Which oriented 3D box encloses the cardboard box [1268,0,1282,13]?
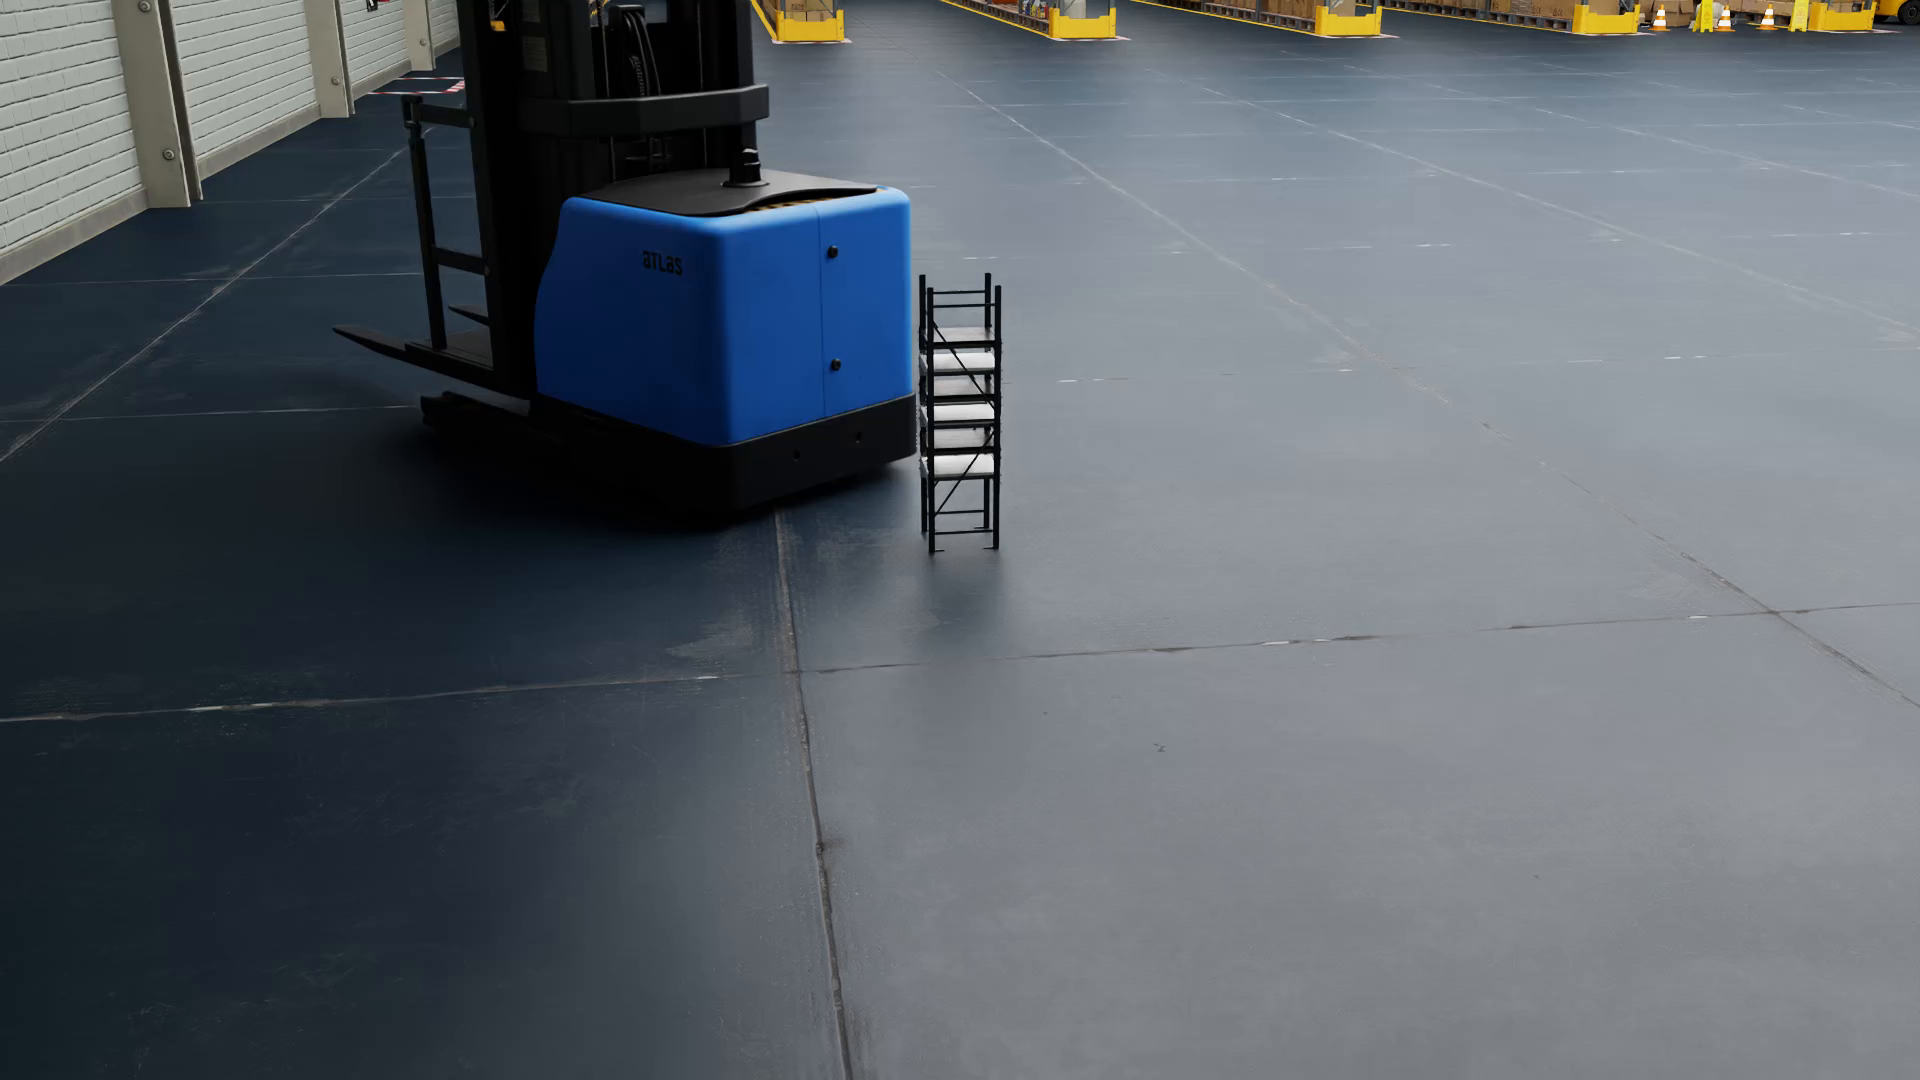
[{"bbox_3d":[6.606,-10.989,33.824,0.500,0.500,0.500,-4,21,-9],"label":"cardboard box"}]

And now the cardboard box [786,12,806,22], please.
[{"bbox_3d":[-3.009,-9.300,29.659,0.500,0.250,0.500,-3,21,-8],"label":"cardboard box"}]

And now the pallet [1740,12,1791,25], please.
[{"bbox_3d":[16.705,-10.643,33.911,1.003,0.211,1.213,-3,21,-8],"label":"pallet"}]

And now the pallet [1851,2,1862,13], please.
[{"bbox_3d":[20.981,-12.226,38.147,1.003,0.211,1.213,-3,21,-8],"label":"pallet"}]

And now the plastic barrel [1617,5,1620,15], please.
[{"bbox_3d":[13.192,-10.797,34.019,0.512,0.421,0.421,12,24,30],"label":"plastic barrel"}]

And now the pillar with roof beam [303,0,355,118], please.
[{"bbox_3d":[-2.508,-9.041,17.061,9.100,9.000,0.400,-3,21,-8],"label":"pillar with roof beam"}]

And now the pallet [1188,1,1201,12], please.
[{"bbox_3d":[5.972,-12.459,38.773,1.003,0.211,1.213,-3,21,-8],"label":"pallet"}]

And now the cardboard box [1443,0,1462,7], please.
[{"bbox_3d":[11.197,-12.007,36.191,1.050,0.750,0.750,-3,21,-8],"label":"cardboard box"}]

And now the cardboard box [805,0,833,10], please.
[{"bbox_3d":[-2.570,-9.851,30.061,0.500,0.500,0.500,-3,21,-8],"label":"cardboard box"}]

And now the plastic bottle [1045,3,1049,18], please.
[{"bbox_3d":[1.661,-10.111,31.753,0.061,0.283,0.133,-3,21,-8],"label":"plastic bottle"}]

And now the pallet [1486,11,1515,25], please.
[{"bbox_3d":[11.543,-10.746,34.185,1.003,0.211,1.213,-3,21,-8],"label":"pallet"}]

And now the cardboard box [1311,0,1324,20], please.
[{"bbox_3d":[6.971,-10.167,31.623,0.500,0.500,0.500,2,21,6],"label":"cardboard box"}]

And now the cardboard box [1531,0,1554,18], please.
[{"bbox_3d":[11.795,-10.672,32.438,0.875,0.875,0.875,-3,21,-9],"label":"cardboard box"}]

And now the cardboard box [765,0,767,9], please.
[{"bbox_3d":[-3.853,-11.349,35.146,0.500,0.250,0.500,-3,21,-9],"label":"cardboard box"}]

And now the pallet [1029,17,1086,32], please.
[{"bbox_3d":[1.921,-9.890,31.894,1.003,0.211,1.213,-3,21,-8],"label":"pallet"}]

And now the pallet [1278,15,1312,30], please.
[{"bbox_3d":[6.899,-10.144,32.573,1.003,0.211,1.213,-3,21,-8],"label":"pallet"}]

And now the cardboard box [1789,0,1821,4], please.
[{"bbox_3d":[16.597,-10.743,32.450,0.500,0.500,0.500,-3,21,-7],"label":"cardboard box"}]

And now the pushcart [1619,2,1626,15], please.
[{"bbox_3d":[14.145,-11.243,35.279,1.648,0.377,0.936,-11,23,-26],"label":"pushcart"}]

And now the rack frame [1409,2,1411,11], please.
[{"bbox_3d":[10.934,-13.704,38.121,1.000,3.000,0.127,-3,21,-8],"label":"rack frame"}]

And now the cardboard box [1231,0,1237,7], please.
[{"bbox_3d":[6.309,-11.906,36.249,0.700,0.500,0.500,-1,21,-3],"label":"cardboard box"}]

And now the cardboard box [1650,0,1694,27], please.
[{"bbox_3d":[14.212,-10.530,33.190,0.637,0.503,0.797,17,27,39],"label":"cardboard box"}]

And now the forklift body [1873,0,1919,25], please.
[{"bbox_3d":[19.803,-11.637,33.800,2.313,2.155,1.214,-3,21,-8],"label":"forklift body"}]

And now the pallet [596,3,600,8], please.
[{"bbox_3d":[-9.303,-13.085,40.449,1.003,0.211,1.213,-3,21,-8],"label":"pallet"}]

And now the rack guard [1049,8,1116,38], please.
[{"bbox_3d":[2.206,-9.322,29.961,1.175,0.500,0.348,-3,21,-8],"label":"rack guard"}]

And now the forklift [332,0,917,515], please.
[{"bbox_3d":[-1.588,-1.879,6.558,3.031,2.935,1.130,18,27,40],"label":"forklift"}]

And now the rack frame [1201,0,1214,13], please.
[{"bbox_3d":[6.011,-13.489,37.544,1.000,3.000,0.127,-3,21,-8],"label":"rack frame"}]

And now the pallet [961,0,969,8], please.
[{"bbox_3d":[0.603,-13.048,40.351,1.003,0.211,1.213,-3,21,-8],"label":"pallet"}]

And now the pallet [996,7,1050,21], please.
[{"bbox_3d":[1.356,-11.241,35.512,1.003,0.211,1.213,-3,21,-8],"label":"pallet"}]

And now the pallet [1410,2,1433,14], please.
[{"bbox_3d":[10.973,-12.121,37.867,1.003,0.211,1.213,-3,21,-8],"label":"pallet"}]

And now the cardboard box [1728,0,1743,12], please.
[{"bbox_3d":[16.300,-11.110,34.505,0.500,0.250,0.500,-2,21,-5],"label":"cardboard box"}]

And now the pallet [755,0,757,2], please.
[{"bbox_3d":[-4.819,-14.152,43.305,1.003,0.211,1.213,-3,21,-8],"label":"pallet"}]

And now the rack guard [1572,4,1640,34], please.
[{"bbox_3d":[12.090,-9.755,31.120,1.175,0.500,0.348,-3,21,-8],"label":"rack guard"}]

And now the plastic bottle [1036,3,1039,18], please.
[{"bbox_3d":[1.535,-10.150,31.868,0.152,0.276,0.135,-3,21,-9],"label":"plastic bottle"}]

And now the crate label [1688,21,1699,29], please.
[{"bbox_3d":[14.408,-10.057,32.447,0.250,0.136,0.298,-15,25,-35],"label":"crate label"}]

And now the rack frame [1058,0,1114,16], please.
[{"bbox_3d":[2.263,-10.469,29.460,1.000,3.000,0.127,-3,21,-8],"label":"rack frame"}]

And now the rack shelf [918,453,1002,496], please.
[{"bbox_3d":[-0.001,-0.225,5.641,0.258,0.077,0.200,-3,21,-8],"label":"rack shelf"}]

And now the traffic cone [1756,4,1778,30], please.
[{"bbox_3d":[15.632,-10.114,32.135,0.336,0.463,0.334,-3,21,-8],"label":"traffic cone"}]

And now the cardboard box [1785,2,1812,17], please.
[{"bbox_3d":[16.585,-10.402,32.609,0.500,0.250,0.500,-3,21,-8],"label":"cardboard box"}]

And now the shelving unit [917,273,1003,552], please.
[{"bbox_3d":[-0.001,-0.424,5.566,0.258,0.900,0.210,-3,21,-8],"label":"shelving unit"}]

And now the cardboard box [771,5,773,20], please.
[{"bbox_3d":[-3.315,-9.992,31.511,0.500,0.250,0.500,-3,21,-8],"label":"cardboard box"}]

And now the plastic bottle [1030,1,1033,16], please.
[{"bbox_3d":[1.402,-10.363,32.428,0.061,0.283,0.133,-2,21,-5],"label":"plastic bottle"}]

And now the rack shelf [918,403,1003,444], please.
[{"bbox_3d":[-0.001,-0.393,5.578,0.258,0.077,0.200,-3,21,-8],"label":"rack shelf"}]
